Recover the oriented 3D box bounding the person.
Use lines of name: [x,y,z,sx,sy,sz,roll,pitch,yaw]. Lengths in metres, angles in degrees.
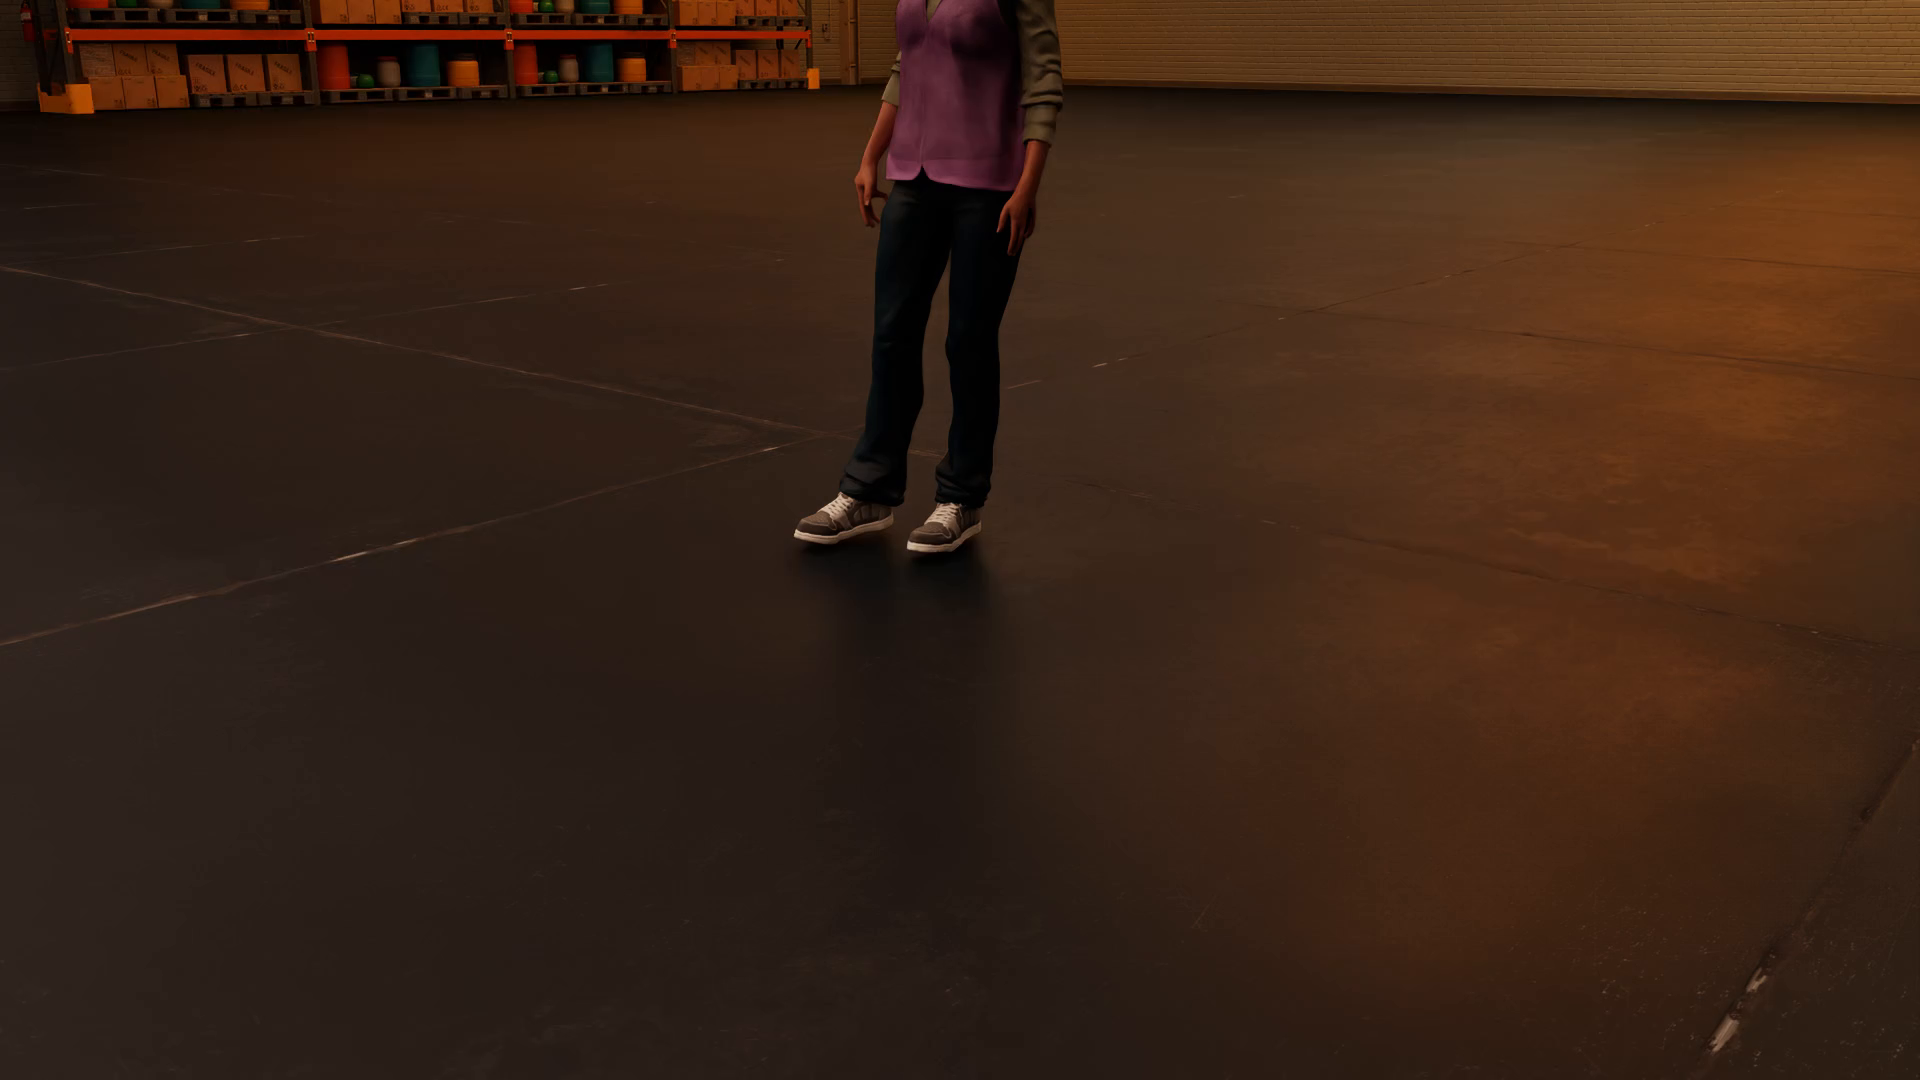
person: [-0.058,-0.750,3.663,0.520,1.585,0.473,13,21,37]
